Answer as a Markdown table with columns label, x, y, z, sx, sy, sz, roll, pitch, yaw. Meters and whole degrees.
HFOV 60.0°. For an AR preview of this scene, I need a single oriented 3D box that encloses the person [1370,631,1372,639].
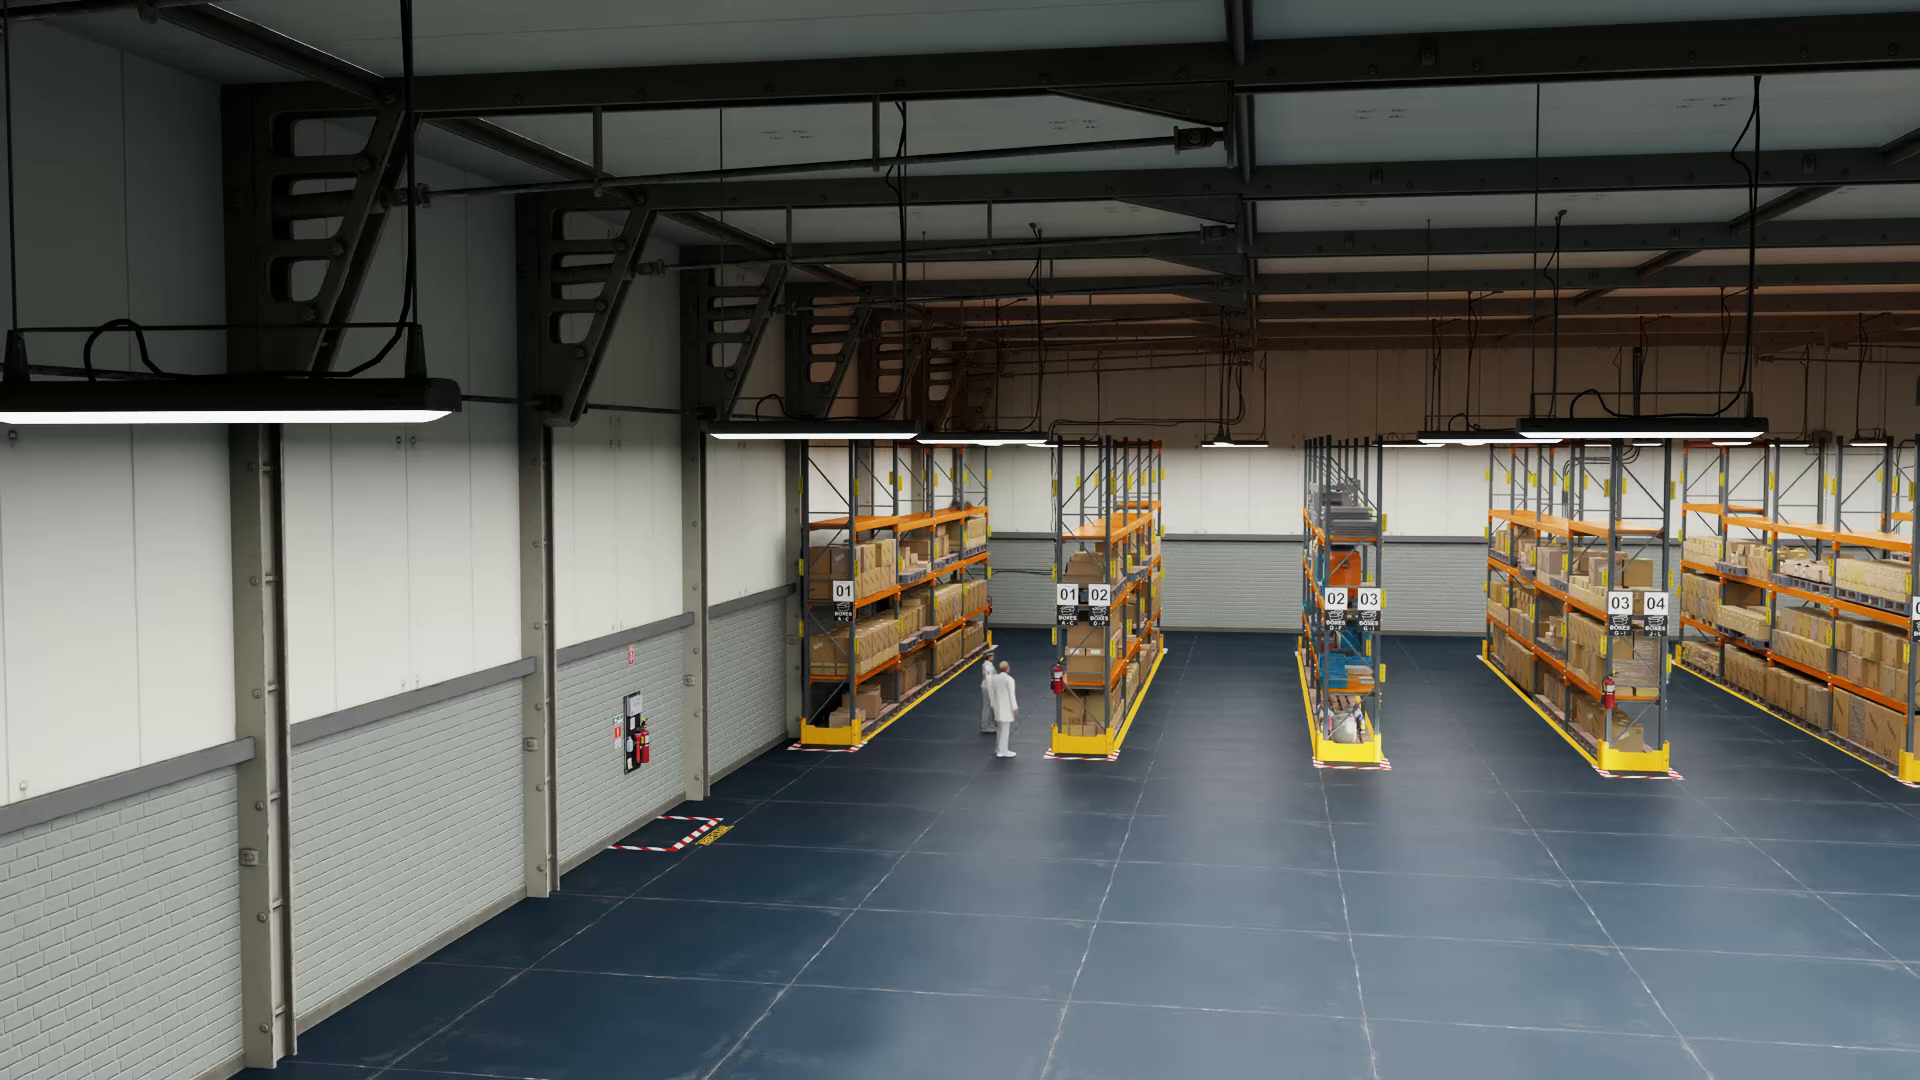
| label | x | y | z | sx | sy | sz | roll | pitch | yaw |
| --- | --- | --- | --- | --- | --- | --- | --- | --- | --- |
| person | 10.662 | 2.522 | 43.882 | 0.489 | 1.706 | 0.462 | -2 | 4 | -35 |

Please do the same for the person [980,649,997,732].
| label | x | y | z | sx | sy | sz | roll | pitch | yaw |
| --- | --- | --- | --- | --- | --- | --- | --- | --- | --- |
| person | 0.630 | 3.069 | 33.808 | 0.424 | 1.714 | 0.533 | 0 | 3 | -2 |

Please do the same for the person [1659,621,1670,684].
| label | x | y | z | sx | sy | sz | roll | pitch | yaw |
| --- | --- | --- | --- | --- | --- | --- | --- | --- | --- |
| person | 17.291 | 2.690 | 40.959 | 0.351 | 1.706 | 0.452 | -1 | 3 | -22 |

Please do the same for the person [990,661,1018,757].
| label | x | y | z | sx | sy | sz | roll | pitch | yaw |
| --- | --- | --- | --- | --- | --- | --- | --- | --- | --- |
| person | 0.894 | 3.165 | 31.142 | 0.497 | 1.808 | 0.674 | -2 | 4 | -34 |
